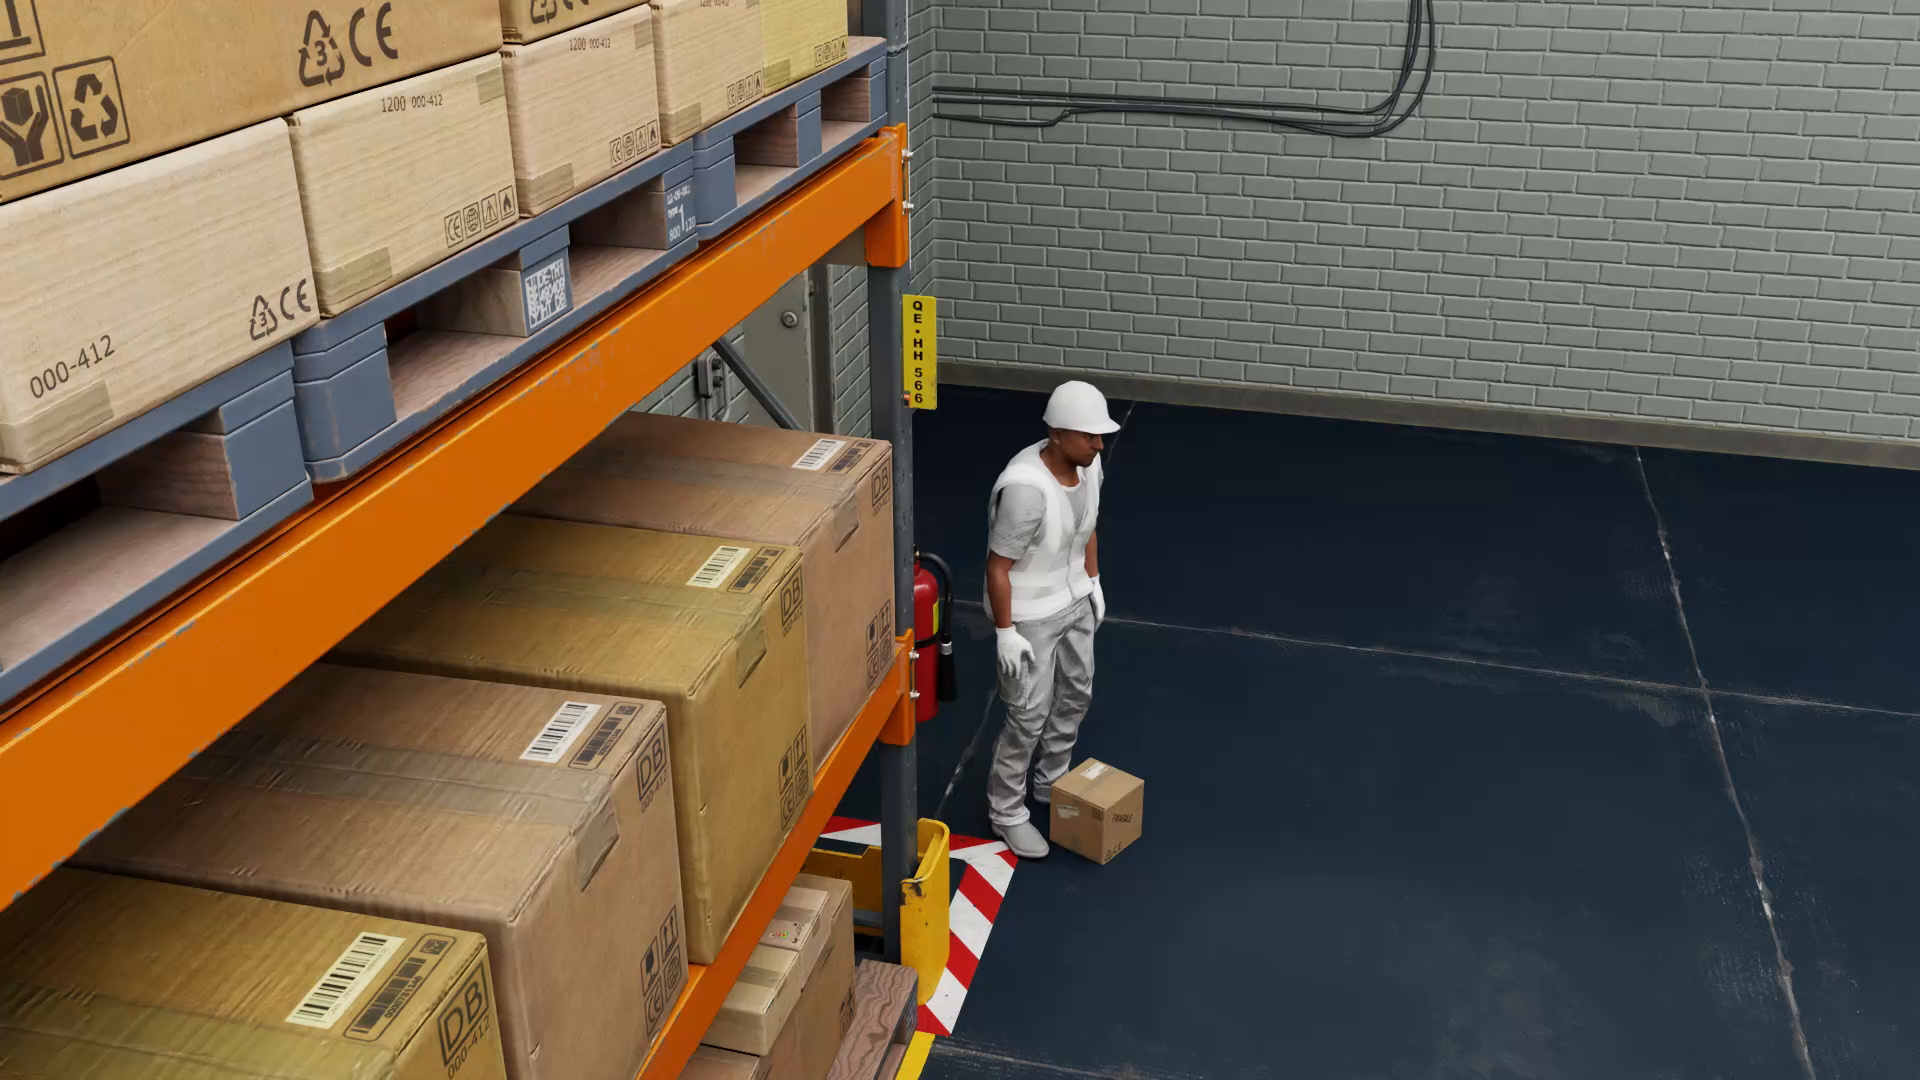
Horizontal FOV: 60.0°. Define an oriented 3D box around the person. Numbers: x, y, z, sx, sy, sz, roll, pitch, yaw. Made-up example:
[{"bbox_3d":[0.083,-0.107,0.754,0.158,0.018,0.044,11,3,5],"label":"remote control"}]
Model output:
[{"bbox_3d":[0.330,0.263,6.037,0.452,1.772,0.616,19,31,35],"label":"person"}]
